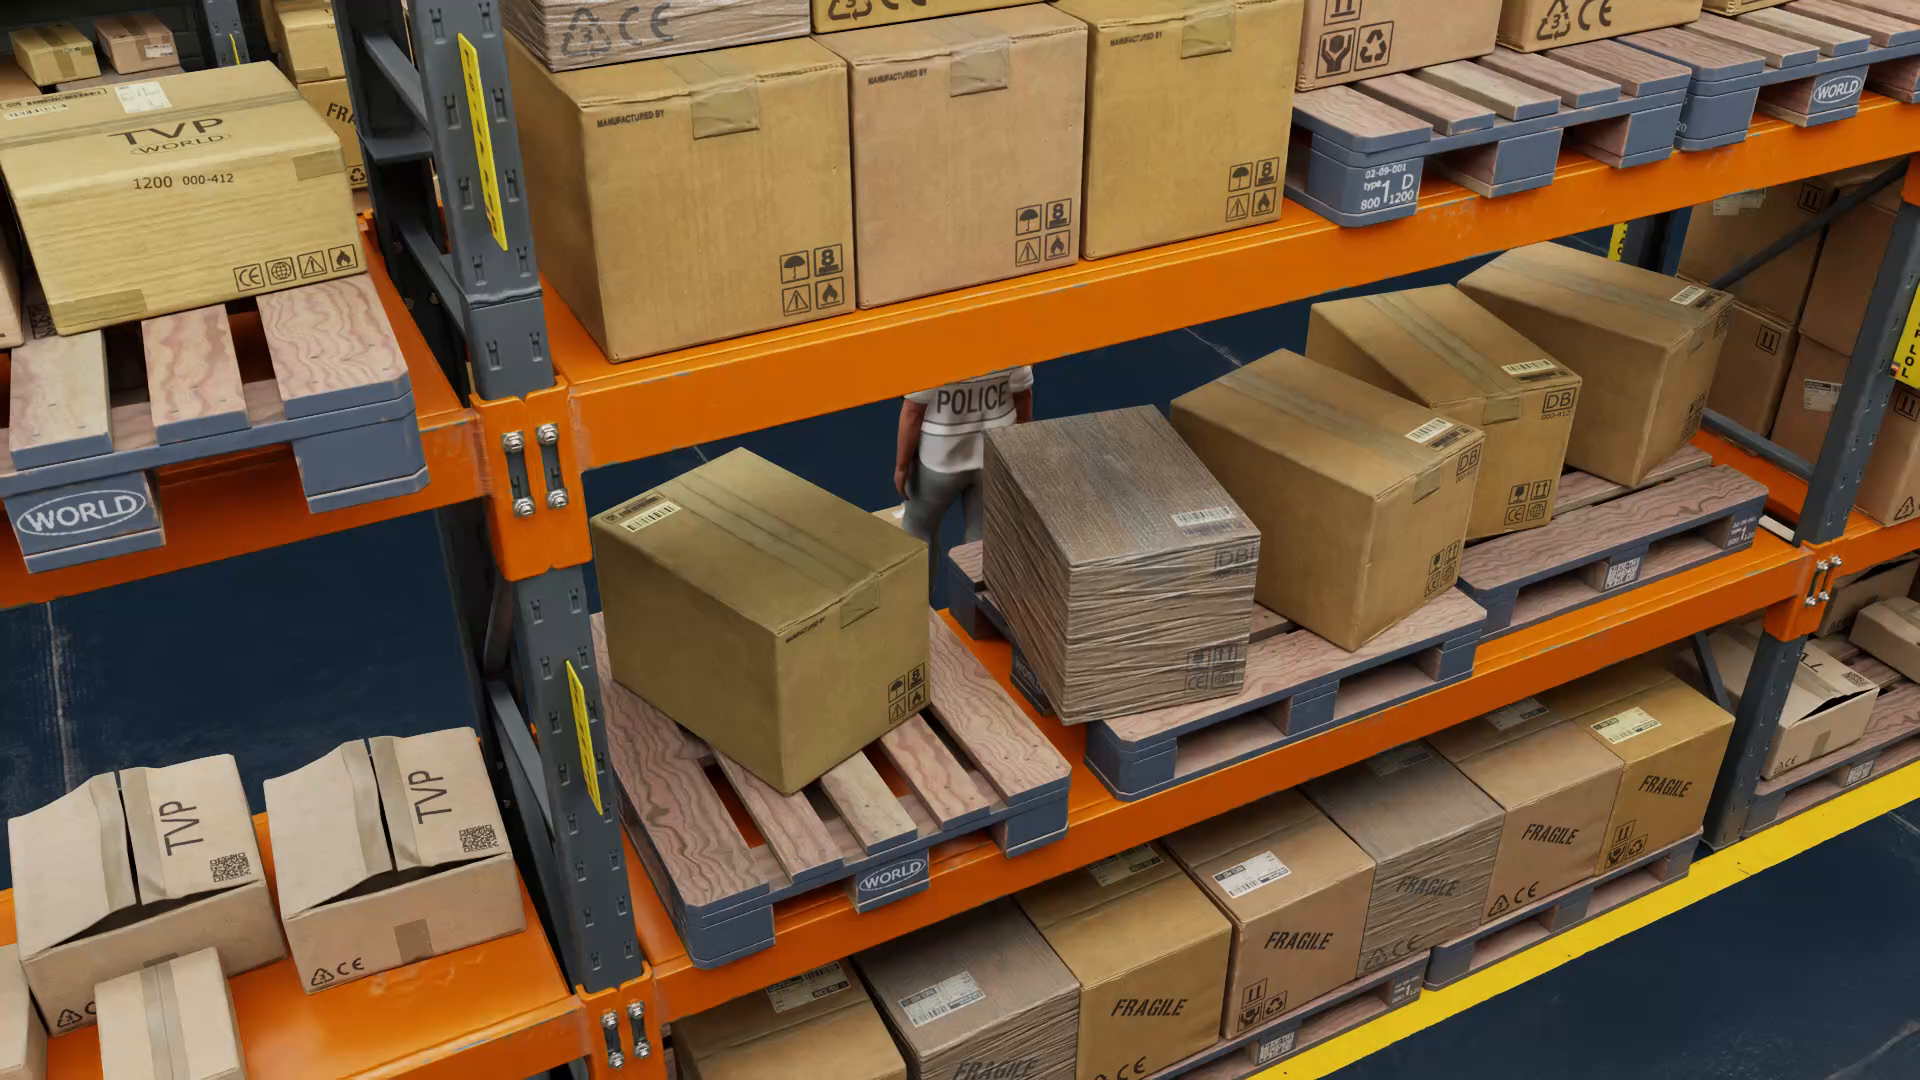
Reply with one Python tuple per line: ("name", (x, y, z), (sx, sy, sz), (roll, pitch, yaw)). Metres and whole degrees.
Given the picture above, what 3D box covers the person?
("person", (-0.032, -0.419, 6.757), (0.565, 1.751, 0.633), (-9, 34, -14))
